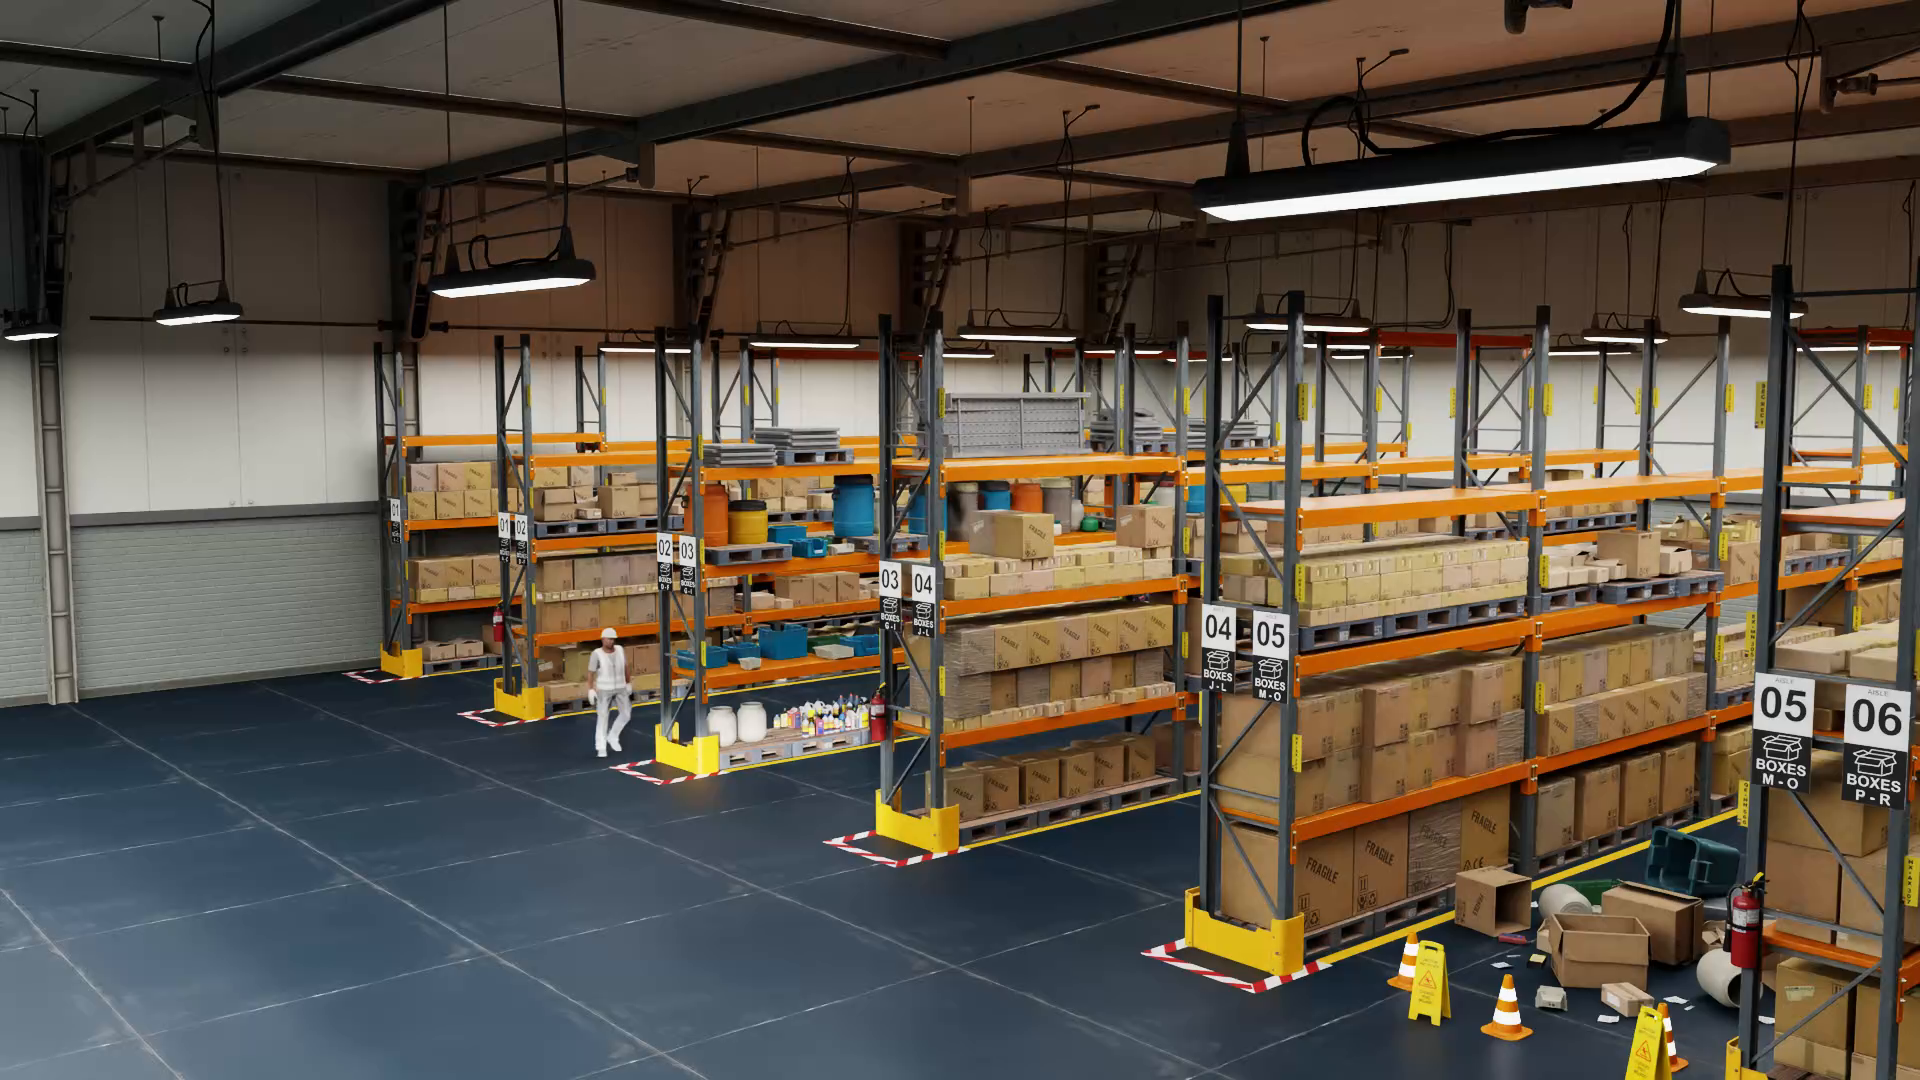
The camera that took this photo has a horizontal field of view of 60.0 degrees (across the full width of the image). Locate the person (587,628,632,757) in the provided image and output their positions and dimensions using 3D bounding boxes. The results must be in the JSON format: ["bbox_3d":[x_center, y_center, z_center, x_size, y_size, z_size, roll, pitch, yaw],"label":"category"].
[{"bbox_3d":[-4.929,2.134,23.470,0.724,1.789,0.489,-4,6,-34],"label":"person"}]
